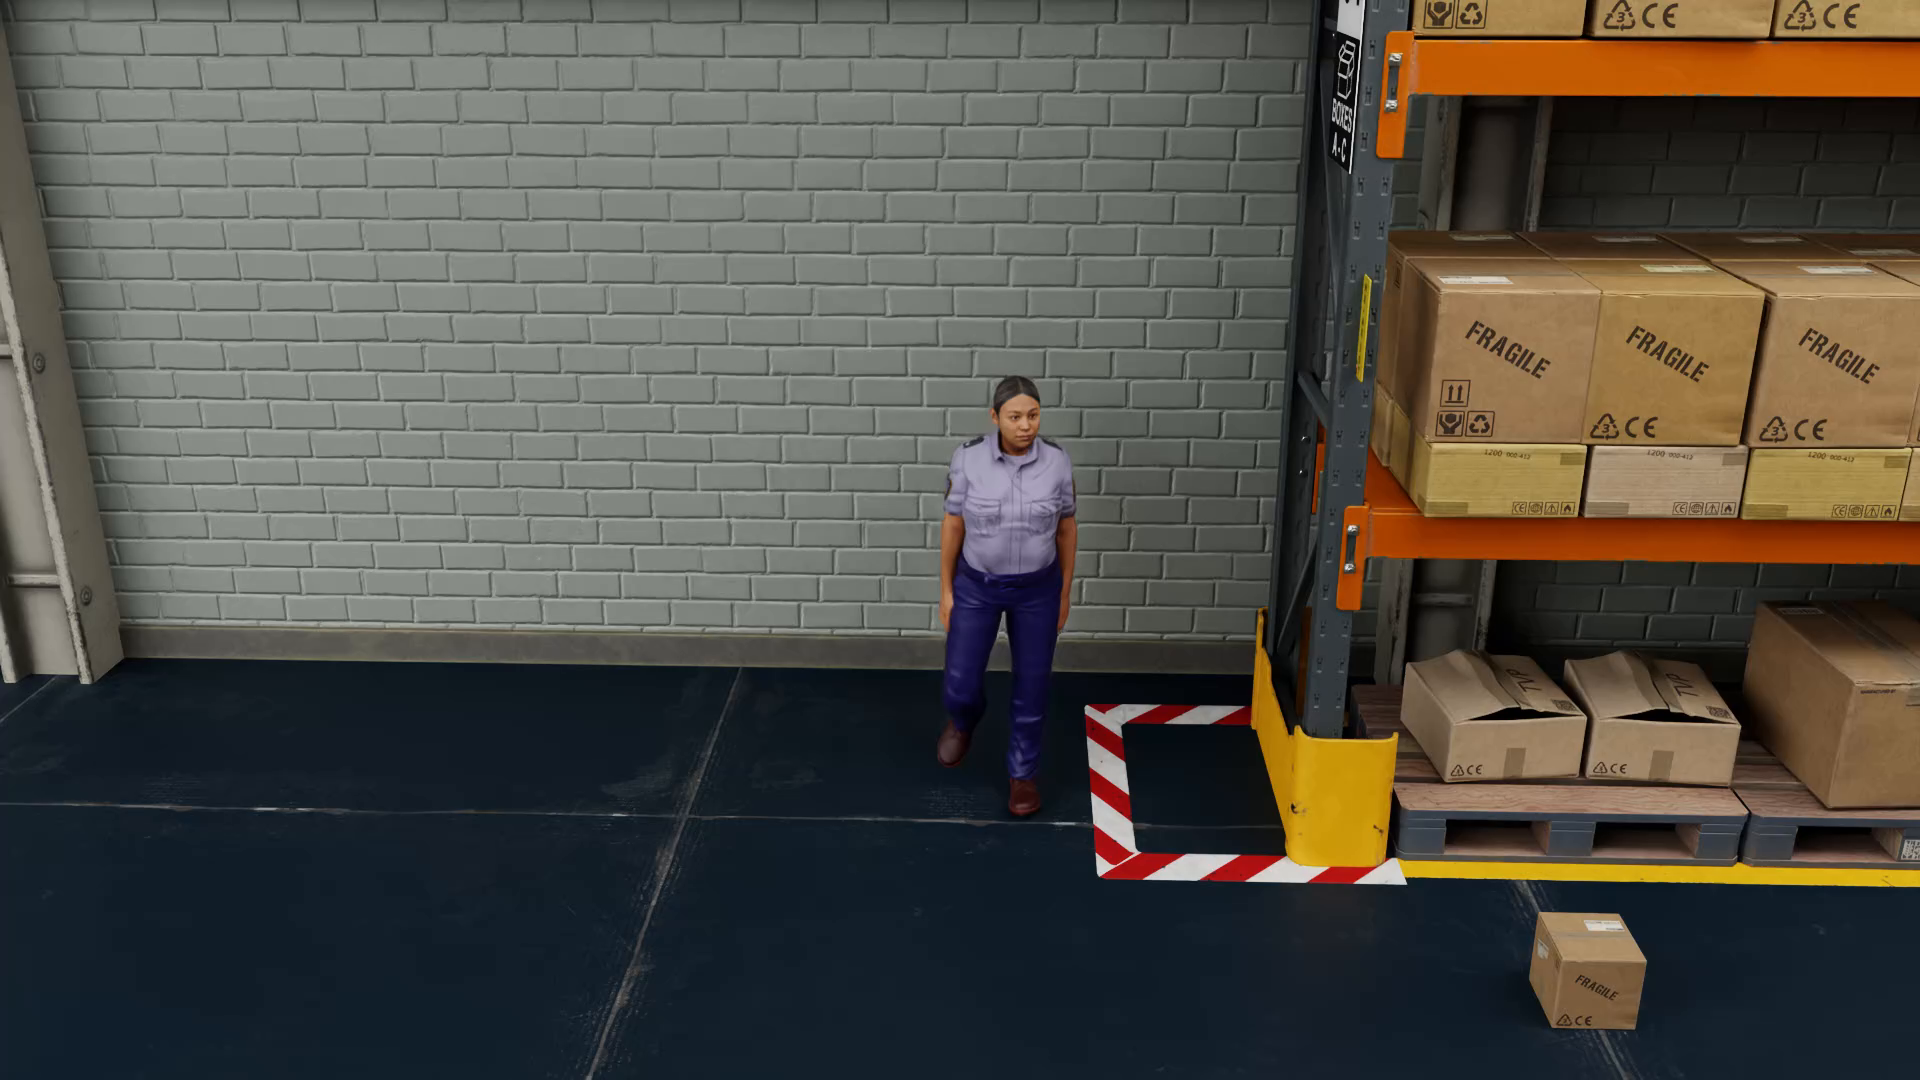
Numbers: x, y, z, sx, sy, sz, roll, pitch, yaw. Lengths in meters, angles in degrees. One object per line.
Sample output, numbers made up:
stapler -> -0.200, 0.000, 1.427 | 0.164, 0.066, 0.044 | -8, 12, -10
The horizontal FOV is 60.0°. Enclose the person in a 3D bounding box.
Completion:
person -> 0.166, 0.183, 6.087 | 0.503, 1.620, 0.514 | -2, 21, -6
